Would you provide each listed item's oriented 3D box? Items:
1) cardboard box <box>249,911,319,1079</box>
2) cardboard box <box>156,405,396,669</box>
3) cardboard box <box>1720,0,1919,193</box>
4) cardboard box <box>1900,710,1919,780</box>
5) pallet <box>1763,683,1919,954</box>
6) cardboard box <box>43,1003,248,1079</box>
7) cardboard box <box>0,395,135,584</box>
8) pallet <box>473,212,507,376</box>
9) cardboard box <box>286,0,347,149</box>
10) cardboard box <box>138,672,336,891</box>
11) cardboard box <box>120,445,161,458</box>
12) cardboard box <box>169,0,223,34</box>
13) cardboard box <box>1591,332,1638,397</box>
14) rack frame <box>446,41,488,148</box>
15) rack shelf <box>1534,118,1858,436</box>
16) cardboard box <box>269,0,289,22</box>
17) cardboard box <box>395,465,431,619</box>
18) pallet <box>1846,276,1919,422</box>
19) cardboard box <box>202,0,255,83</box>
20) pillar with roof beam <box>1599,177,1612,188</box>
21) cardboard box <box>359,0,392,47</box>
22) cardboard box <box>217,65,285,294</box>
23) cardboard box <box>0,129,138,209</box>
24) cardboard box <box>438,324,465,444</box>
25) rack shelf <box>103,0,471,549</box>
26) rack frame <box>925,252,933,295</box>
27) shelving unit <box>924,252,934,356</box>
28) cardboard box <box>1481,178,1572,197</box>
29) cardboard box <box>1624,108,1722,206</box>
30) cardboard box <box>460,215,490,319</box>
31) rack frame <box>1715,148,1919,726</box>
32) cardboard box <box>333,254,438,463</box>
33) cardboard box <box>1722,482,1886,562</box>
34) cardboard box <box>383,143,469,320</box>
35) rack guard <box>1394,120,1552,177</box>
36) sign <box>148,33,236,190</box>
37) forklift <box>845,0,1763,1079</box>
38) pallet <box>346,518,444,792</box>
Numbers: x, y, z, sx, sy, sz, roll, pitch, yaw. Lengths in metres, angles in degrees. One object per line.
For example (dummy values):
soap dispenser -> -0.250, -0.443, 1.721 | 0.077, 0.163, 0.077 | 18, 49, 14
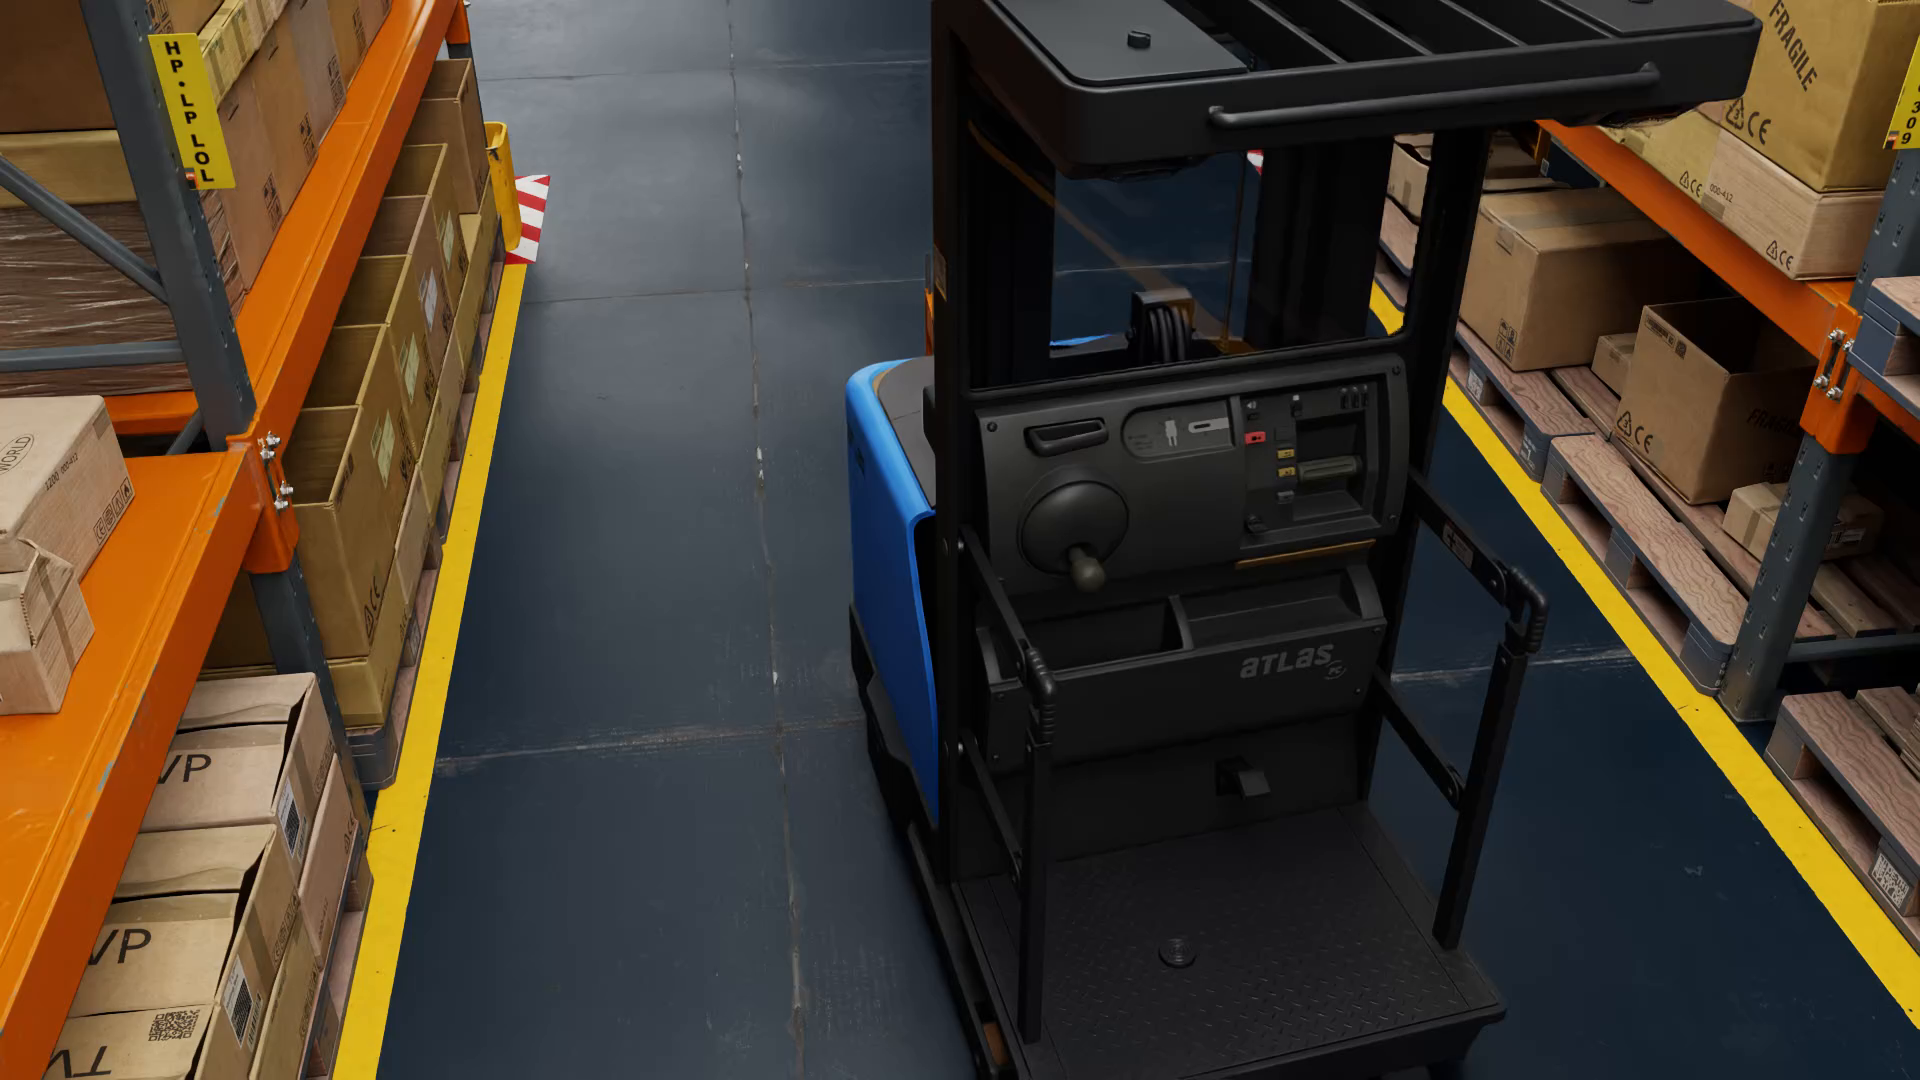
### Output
cardboard box -> -1.705, 1.071, 3.583 | 0.500, 0.250, 0.500 | -5, 35, -7
cardboard box -> -1.866, -0.013, 4.508 | 0.500, 0.500, 0.500 | -4, 35, -6
cardboard box -> 2.424, -1.257, 4.380 | 0.500, 0.500, 0.500 | -4, 35, -6
cardboard box -> 2.910, 0.500, 4.181 | 0.700, 0.500, 0.500 | -3, 34, -5
pallet -> 2.900, 0.826, 4.350 | 1.003, 0.211, 1.213 | -4, 35, -6
cardboard box -> -1.635, 1.121, 3.013 | 0.500, 0.311, 0.500 | -4, 35, -7
cardboard box -> -2.005, -0.050, 3.293 | 0.500, 0.250, 0.500 | -2, 34, -3
pallet -> -2.508, -1.039, 7.088 | 1.003, 0.211, 1.213 | -4, 35, -6
cardboard box -> -2.391, -1.531, 5.245 | 0.700, 0.500, 0.500 | -3, 34, -5
cardboard box -> -1.775, 0.552, 3.847 | 0.500, 0.311, 0.500 | -4, 35, -6
cardboard box -> -2.449, -0.252, 4.860 | 0.500, 0.500, 0.500 | -4, 35, -6
cardboard box -> -2.249, -1.490, 4.031 | 0.700, 0.500, 0.500 | -4, 35, -6
cardboard box -> 2.599, -0.658, 6.193 | 0.380, 0.149, 0.250 | -7, 35, -10
rack frame -> -2.652, -2.615, 6.924 | 1.000, 3.000, 0.127 | -4, 35, -6
rack shelf -> 2.525, -1.579, 6.042 | 1.077, 0.370, 4.000 | -4, 35, -6
cardboard box -> -2.136, -1.576, 4.734 | 0.380, 0.149, 0.250 | -5, 35, -8
cardboard box -> -1.938, 0.018, 5.128 | 0.500, 0.250, 0.500 | -4, 35, -6
pallet -> 2.753, -0.244, 3.614 | 1.003, 0.211, 1.213 | -4, 35, -6
cardboard box -> -2.065, -1.287, 4.311 | 0.380, 0.149, 0.250 | -5, 35, -7
pillar with roof beam -> -1.058, -4.820, 4.833 | 9.100, 9.000, 0.400 | -4, 35, -6
cardboard box -> -2.527, -2.102, 6.083 | 0.700, 0.500, 0.500 | -4, 34, -5
cardboard box -> -2.257, -0.965, 4.414 | 0.700, 0.500, 0.500 | -5, 35, -7
cardboard box -> -1.958, -0.857, 3.679 | 0.380, 0.149, 0.250 | -4, 35, -6
cardboard box -> -2.073, -0.540, 5.947 | 0.500, 0.250, 0.500 | -4, 35, -6
rack shelf -> -2.383, -1.202, 5.489 | 1.077, 0.370, 4.000 | -4, 35, -6
rack frame -> -0.009, -0.472, 5.510 | 0.200, 1.050, 0.008 | -4, 35, -6
shelving unit -> 0.007, -0.404, 5.411 | 0.215, 1.050, 0.252 | -4, 35, -6
cardboard box -> 2.337, -1.352, 7.068 | 0.500, 0.311, 0.500 | -2, 34, -2
cardboard box -> 2.371, -1.227, 5.002 | 0.500, 0.250, 0.500 | -4, 35, -6
cardboard box -> -2.208, -1.098, 6.766 | 0.500, 0.250, 0.500 | -4, 35, -6
rack frame -> 2.794, -0.760, 4.202 | 1.000, 3.000, 0.127 | -4, 35, -6
cardboard box -> -2.001, -0.571, 5.327 | 0.500, 0.500, 0.500 | -4, 35, -6
cardboard box -> 2.692, -0.068, 5.311 | 0.380, 0.166, 0.250 | -9, 35, -13
cardboard box -> -2.136, -1.129, 6.146 | 0.500, 0.500, 0.500 | -4, 35, -6
rack guard -> 2.266, -1.917, 8.119 | 1.175, 0.500, 0.348 | -4, 35, -6
sign -> -1.578, -0.875, 3.413 | 0.100, 0.325, 0.005 | -4, 35, -6
forklift -> 0.552, -0.074, 3.256 | 1.130, 2.935, 3.031 | -9, 35, -13
pallet -> -2.179, 0.322, 5.090 | 1.003, 0.211, 1.213 | -4, 35, -6
